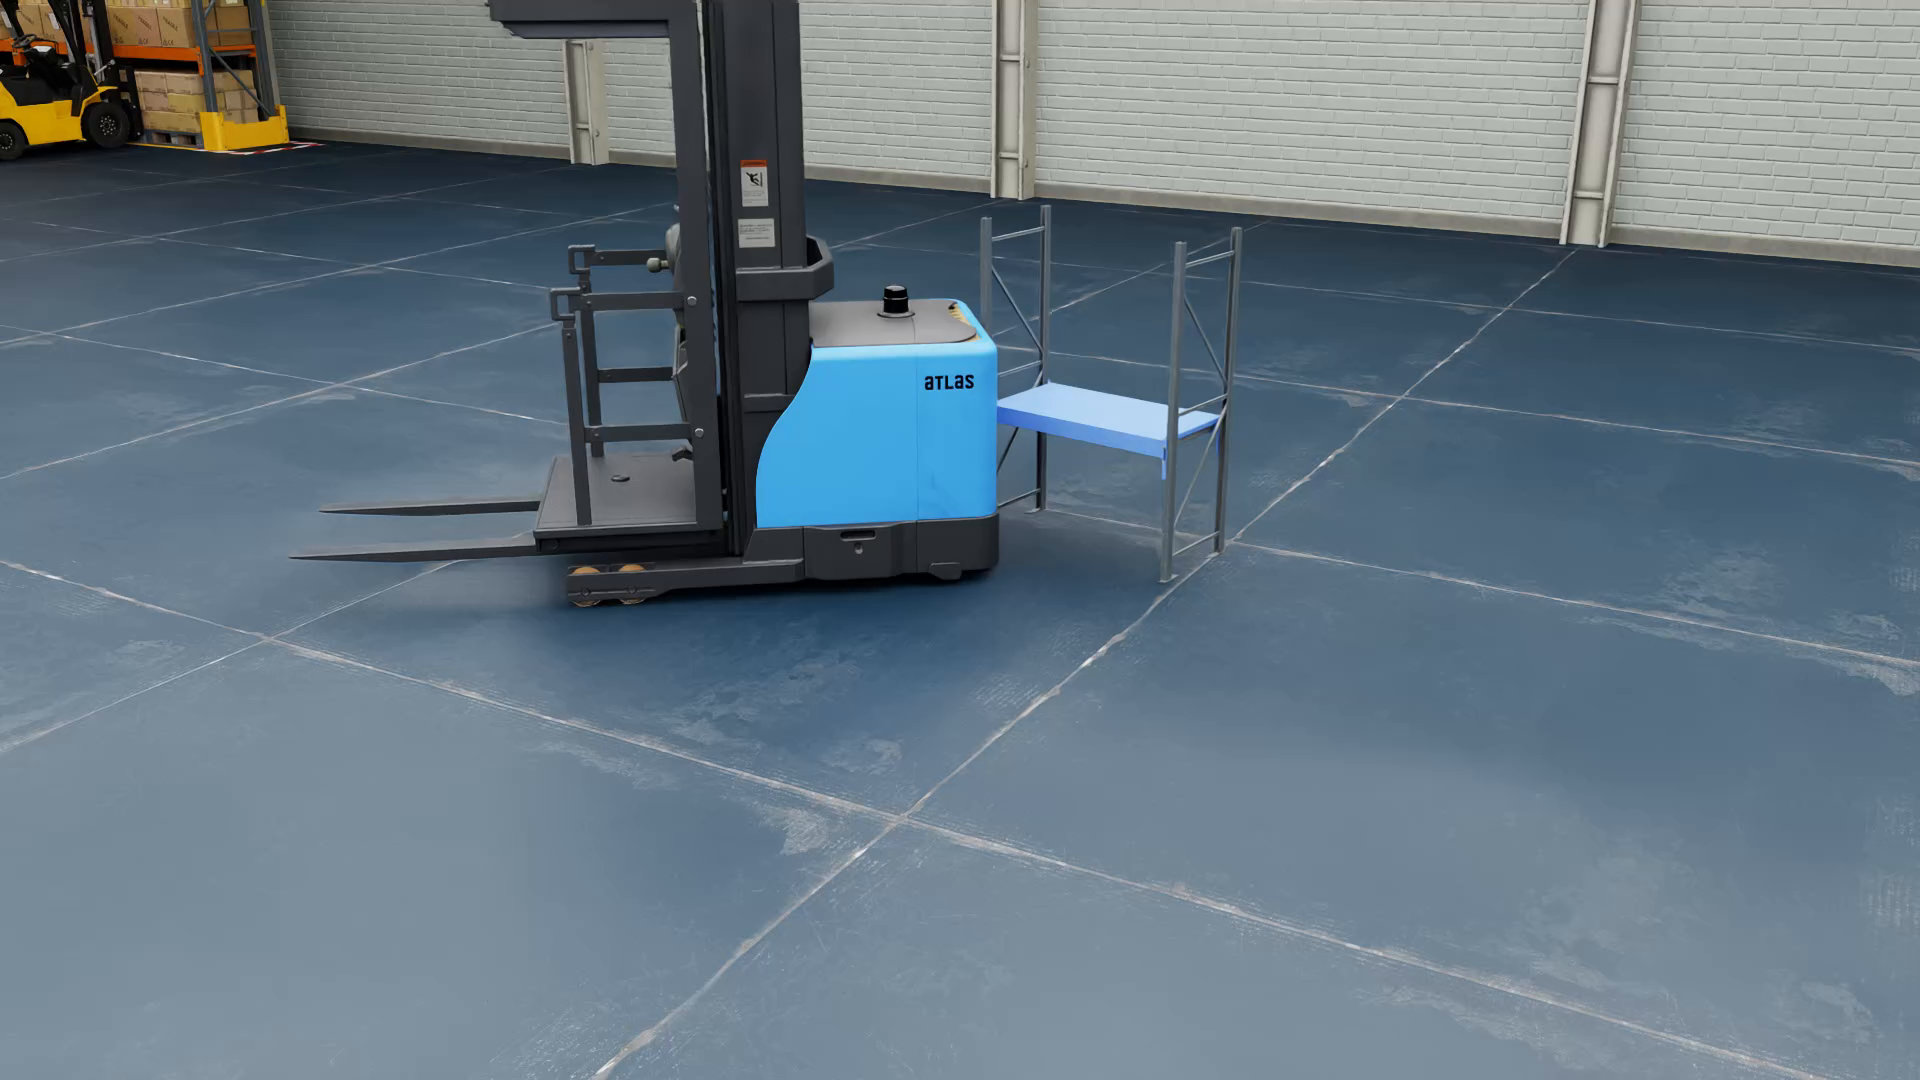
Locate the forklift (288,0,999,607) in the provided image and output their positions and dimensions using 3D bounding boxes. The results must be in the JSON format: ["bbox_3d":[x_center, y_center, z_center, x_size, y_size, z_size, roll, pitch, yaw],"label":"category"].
[{"bbox_3d":[-1.389,-1.286,7.112,3.031,2.935,1.130,-3,20,-8],"label":"forklift"}]

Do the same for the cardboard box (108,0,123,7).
[{"bbox_3d":[-11.301,-7.318,22.541,0.250,0.149,0.380,11,23,28],"label":"cardboard box"}]

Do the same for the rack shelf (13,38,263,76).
[{"bbox_3d":[-11.476,-6.780,23.212,4.000,0.370,1.077,11,23,27],"label":"rack shelf"}]

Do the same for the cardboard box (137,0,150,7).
[{"bbox_3d":[-10.814,-7.251,22.358,0.250,0.149,0.380,11,22,27],"label":"cardboard box"}]

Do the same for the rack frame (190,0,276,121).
[{"bbox_3d":[-9.730,-6.785,22.172,0.127,3.000,1.000,11,23,27],"label":"rack frame"}]

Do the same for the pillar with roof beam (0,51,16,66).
[{"bbox_3d":[-17.235,-9.706,21.426,0.400,9.000,9.100,11,23,27],"label":"pillar with roof beam"}]

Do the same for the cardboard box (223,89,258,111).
[{"bbox_3d":[-10.039,-6.065,22.870,0.500,0.250,0.500,11,23,28],"label":"cardboard box"}]

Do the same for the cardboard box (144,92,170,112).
[{"bbox_3d":[-10.740,-6.000,22.689,0.500,0.250,0.500,11,22,27],"label":"cardboard box"}]

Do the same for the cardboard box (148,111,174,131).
[{"bbox_3d":[-10.723,-5.760,22.761,0.500,0.250,0.500,11,23,27],"label":"cardboard box"}]

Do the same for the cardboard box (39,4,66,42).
[{"bbox_3d":[-12.499,-7.264,23.346,0.500,0.500,0.500,11,23,28],"label":"cardboard box"}]

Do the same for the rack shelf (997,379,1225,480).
[{"bbox_3d":[0.656,-0.520,7.627,1.000,0.185,0.538,15,25,36],"label":"rack shelf"}]

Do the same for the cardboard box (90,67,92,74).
[{"bbox_3d":[-12.071,-6.484,23.292,0.500,0.250,0.500,12,23,29],"label":"cardboard box"}]

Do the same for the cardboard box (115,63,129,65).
[{"bbox_3d":[-12.248,-6.721,23.946,0.500,0.250,0.500,10,22,27],"label":"cardboard box"}]

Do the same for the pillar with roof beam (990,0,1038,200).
[{"bbox_3d":[-1.521,-6.712,13.173,0.400,9.000,9.100,11,23,27],"label":"pillar with roof beam"}]

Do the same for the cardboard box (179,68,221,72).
[{"bbox_3d":[-10.495,-6.378,23.001,0.500,0.250,0.500,11,23,27],"label":"cardboard box"}]

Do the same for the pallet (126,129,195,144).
[{"bbox_3d":[-11.479,-5.792,23.524,1.213,0.211,1.003,11,23,27],"label":"pallet"}]

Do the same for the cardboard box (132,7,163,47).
[{"bbox_3d":[-10.736,-6.925,22.410,0.500,0.500,0.500,12,23,29],"label":"cardboard box"}]

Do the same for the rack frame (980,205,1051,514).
[{"bbox_3d":[0.259,-0.798,7.865,0.032,1.500,0.500,15,25,36],"label":"rack frame"}]

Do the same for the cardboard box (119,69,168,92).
[{"bbox_3d":[-11.178,-6.308,22.806,0.500,0.250,0.500,11,23,28],"label":"cardboard box"}]

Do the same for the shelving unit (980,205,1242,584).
[{"bbox_3d":[0.656,-0.689,7.566,1.048,1.500,0.538,15,25,36],"label":"shelving unit"}]

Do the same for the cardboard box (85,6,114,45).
[{"bbox_3d":[-11.627,-7.090,22.867,0.500,0.500,0.500,11,23,28],"label":"cardboard box"}]

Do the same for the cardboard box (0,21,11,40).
[{"bbox_3d":[-13.789,-7.386,24.048,0.500,0.250,0.500,11,23,29],"label":"cardboard box"}]

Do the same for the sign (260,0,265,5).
[{"bbox_3d":[-9.454,-7.394,22.464,0.005,0.325,0.100,11,23,27],"label":"sign"}]

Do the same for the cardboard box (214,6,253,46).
[{"bbox_3d":[-10.027,-6.997,22.610,0.500,0.500,0.500,12,23,29],"label":"cardboard box"}]

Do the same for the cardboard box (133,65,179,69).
[{"bbox_3d":[-11.370,-6.552,23.479,0.500,0.250,0.500,10,22,26],"label":"cardboard box"}]

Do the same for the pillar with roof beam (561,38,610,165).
[{"bbox_3d":[-6.759,-7.710,15.924,0.400,9.000,9.100,11,23,27],"label":"pillar with roof beam"}]

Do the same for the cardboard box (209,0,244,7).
[{"bbox_3d":[-9.899,-7.271,22.413,0.250,0.149,0.380,10,22,26],"label":"cardboard box"}]

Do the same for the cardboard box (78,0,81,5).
[{"bbox_3d":[-11.968,-7.450,22.906,0.250,0.149,0.380,10,22,26],"label":"cardboard box"}]

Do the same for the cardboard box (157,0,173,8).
[{"bbox_3d":[-10.407,-7.145,22.066,0.250,0.149,0.380,11,23,28],"label":"cardboard box"}]

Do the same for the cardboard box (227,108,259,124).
[{"bbox_3d":[-10.063,-5.830,22.955,0.500,0.250,0.500,11,23,28],"label":"cardboard box"}]

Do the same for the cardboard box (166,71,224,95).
[{"bbox_3d":[-10.284,-6.144,22.354,0.500,0.250,0.500,12,23,29],"label":"cardboard box"}]

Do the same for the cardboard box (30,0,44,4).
[{"bbox_3d":[-12.845,-7.629,23.399,0.250,0.149,0.380,11,23,29],"label":"cardboard box"}]
